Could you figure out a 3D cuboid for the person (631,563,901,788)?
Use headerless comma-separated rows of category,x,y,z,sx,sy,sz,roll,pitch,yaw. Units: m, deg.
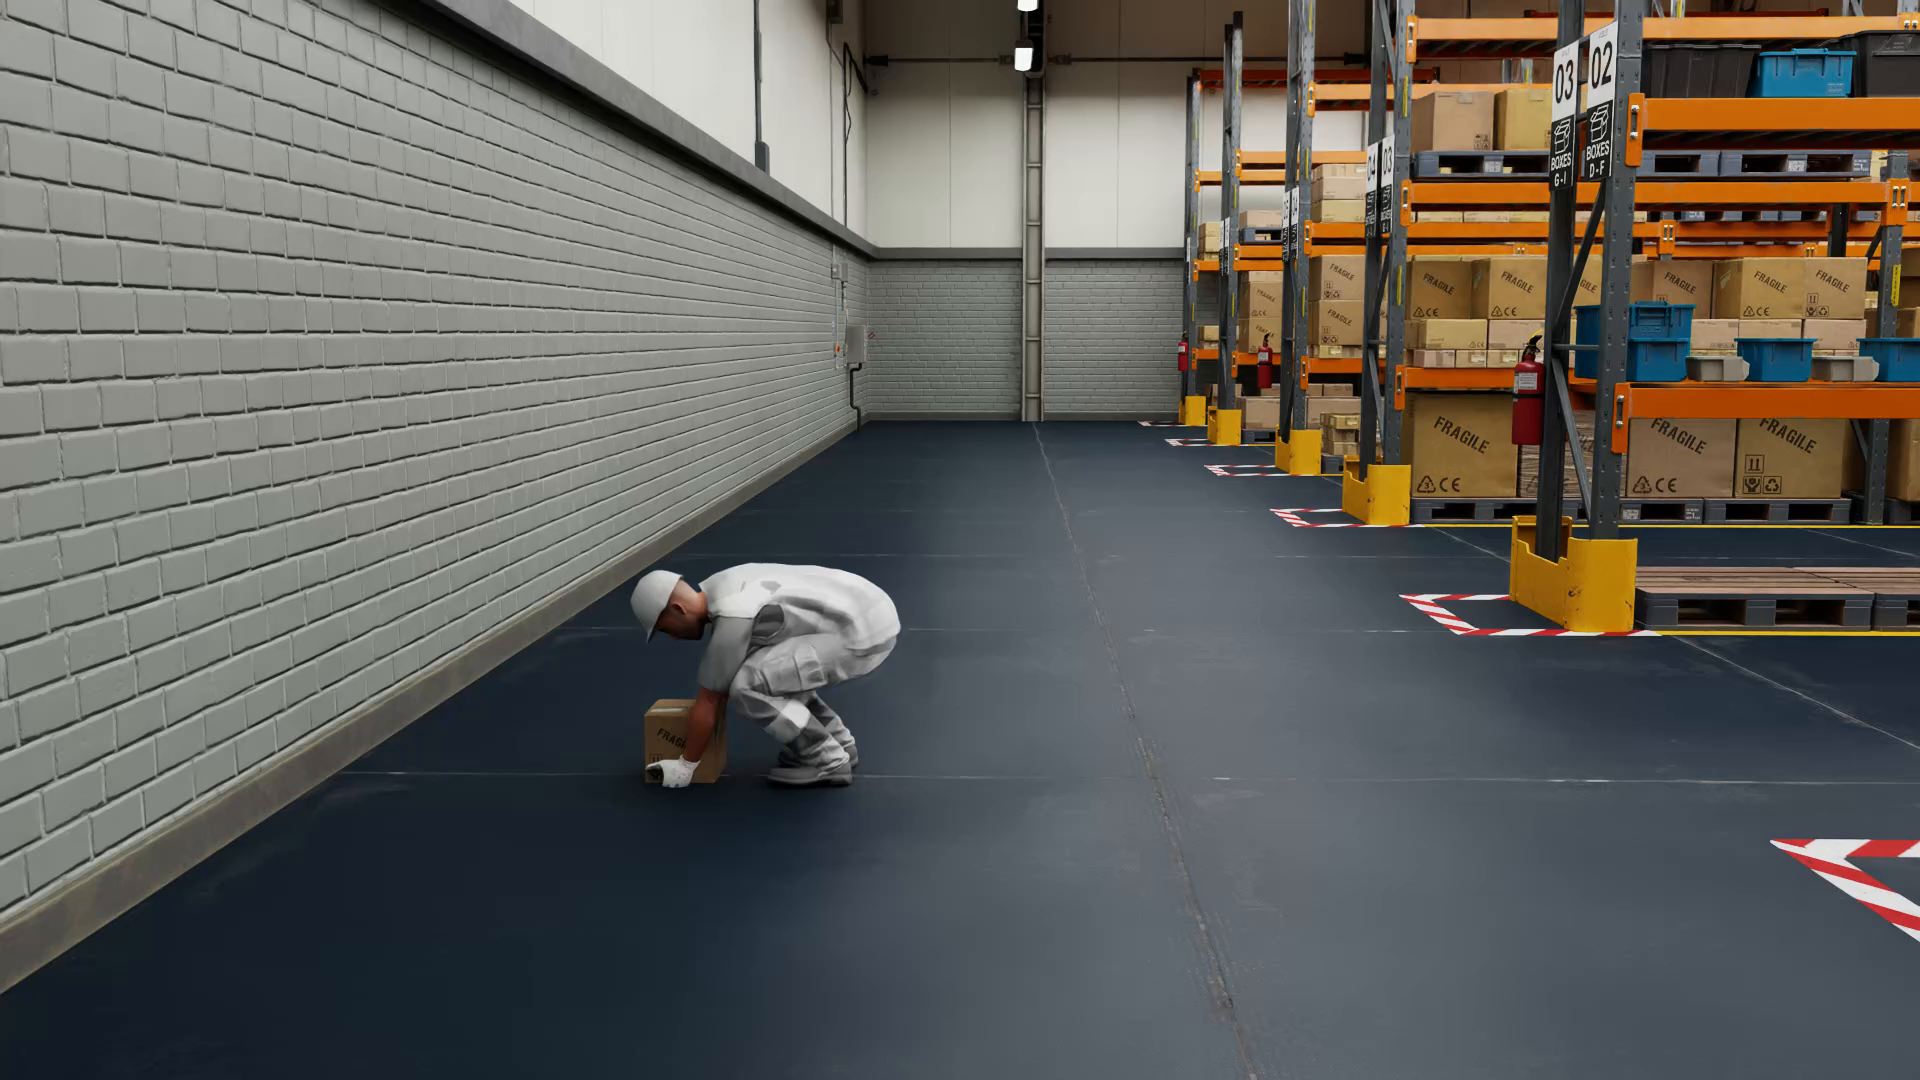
person,-0.692,0.484,5.995,0.958,0.799,0.523,0,7,0
